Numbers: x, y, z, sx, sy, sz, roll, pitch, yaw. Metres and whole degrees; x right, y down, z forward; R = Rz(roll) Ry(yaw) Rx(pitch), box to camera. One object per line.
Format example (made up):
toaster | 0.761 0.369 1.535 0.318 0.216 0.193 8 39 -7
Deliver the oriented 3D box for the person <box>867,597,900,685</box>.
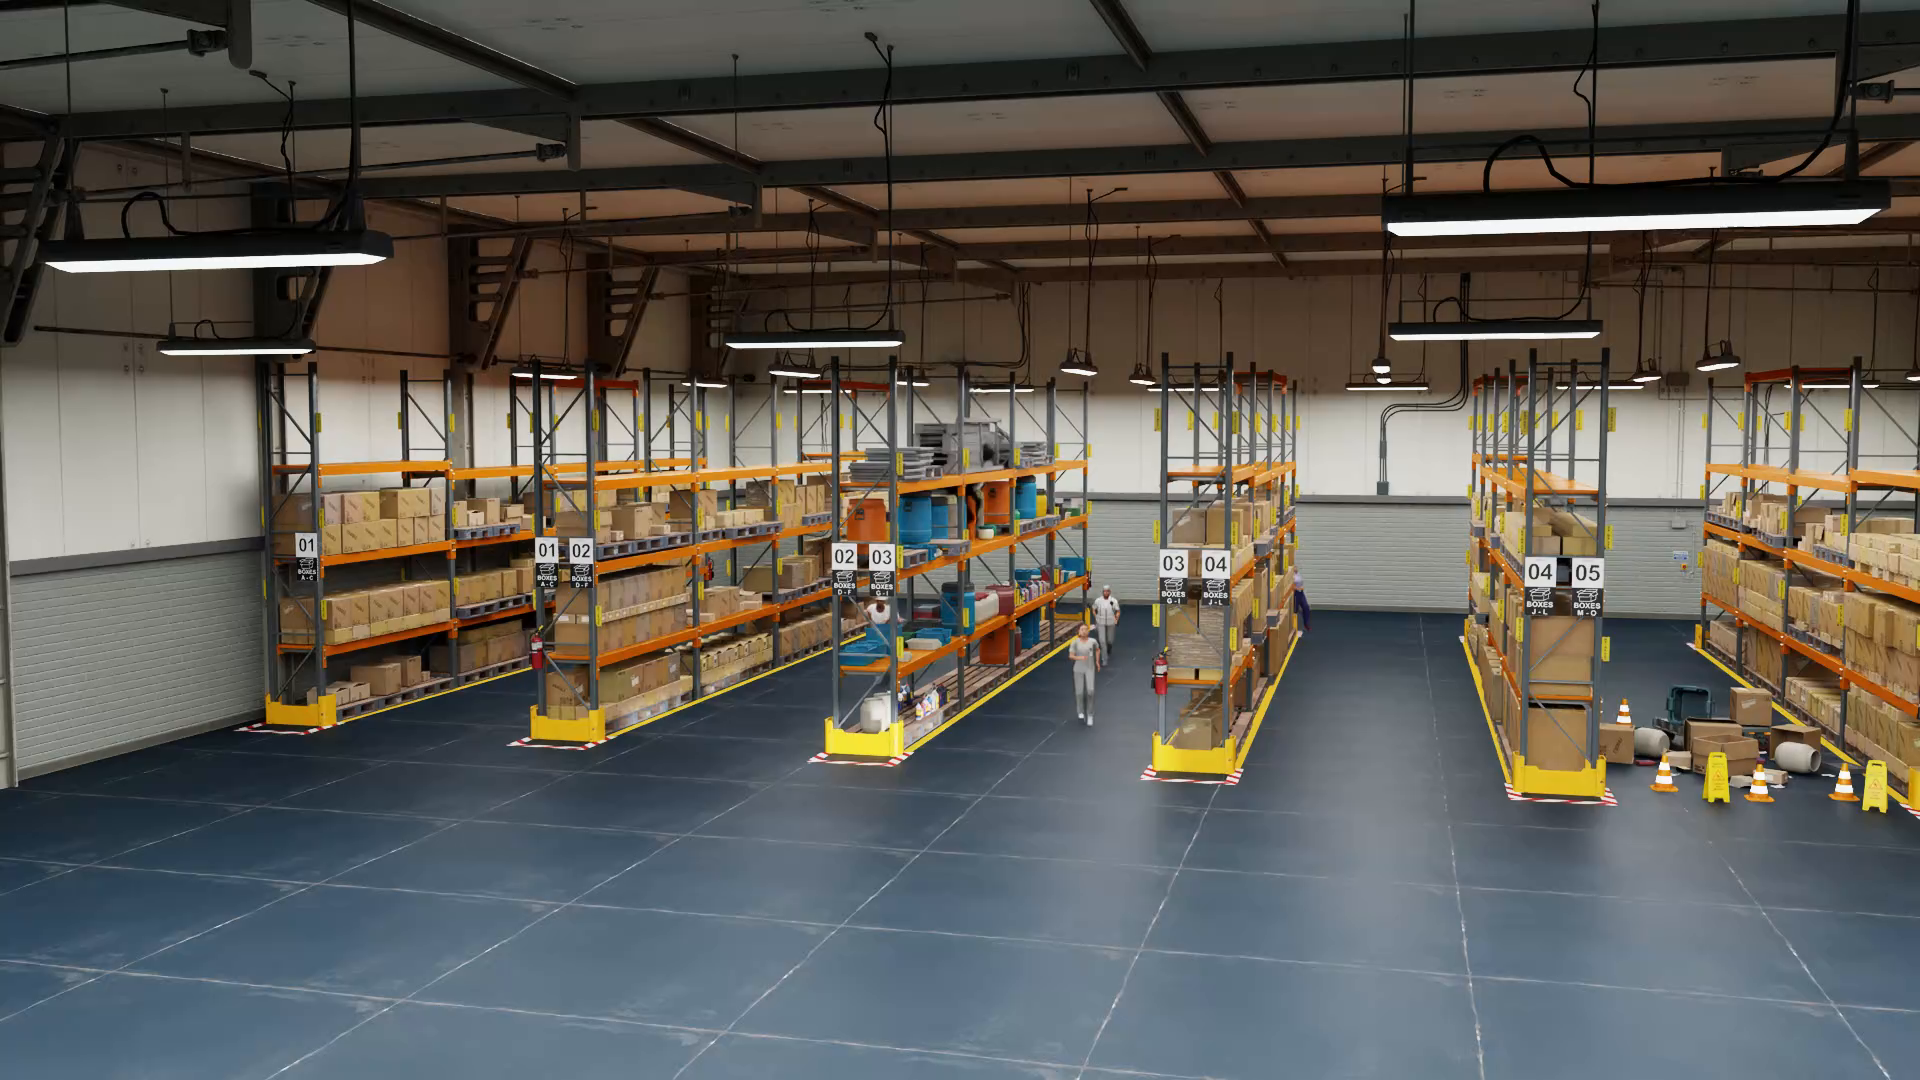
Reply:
person | -1.474 1.884 32.181 0.693 1.777 0.971 0 4 6

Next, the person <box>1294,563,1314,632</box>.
person | 8.093 1.380 40.108 0.837 1.668 0.623 4 6 45

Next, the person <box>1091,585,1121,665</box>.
person | 3.044 1.764 34.688 0.607 1.644 0.672 0 4 5

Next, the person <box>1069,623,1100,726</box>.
person | 2.078 2.220 27.664 0.529 1.700 0.722 0 4 2
